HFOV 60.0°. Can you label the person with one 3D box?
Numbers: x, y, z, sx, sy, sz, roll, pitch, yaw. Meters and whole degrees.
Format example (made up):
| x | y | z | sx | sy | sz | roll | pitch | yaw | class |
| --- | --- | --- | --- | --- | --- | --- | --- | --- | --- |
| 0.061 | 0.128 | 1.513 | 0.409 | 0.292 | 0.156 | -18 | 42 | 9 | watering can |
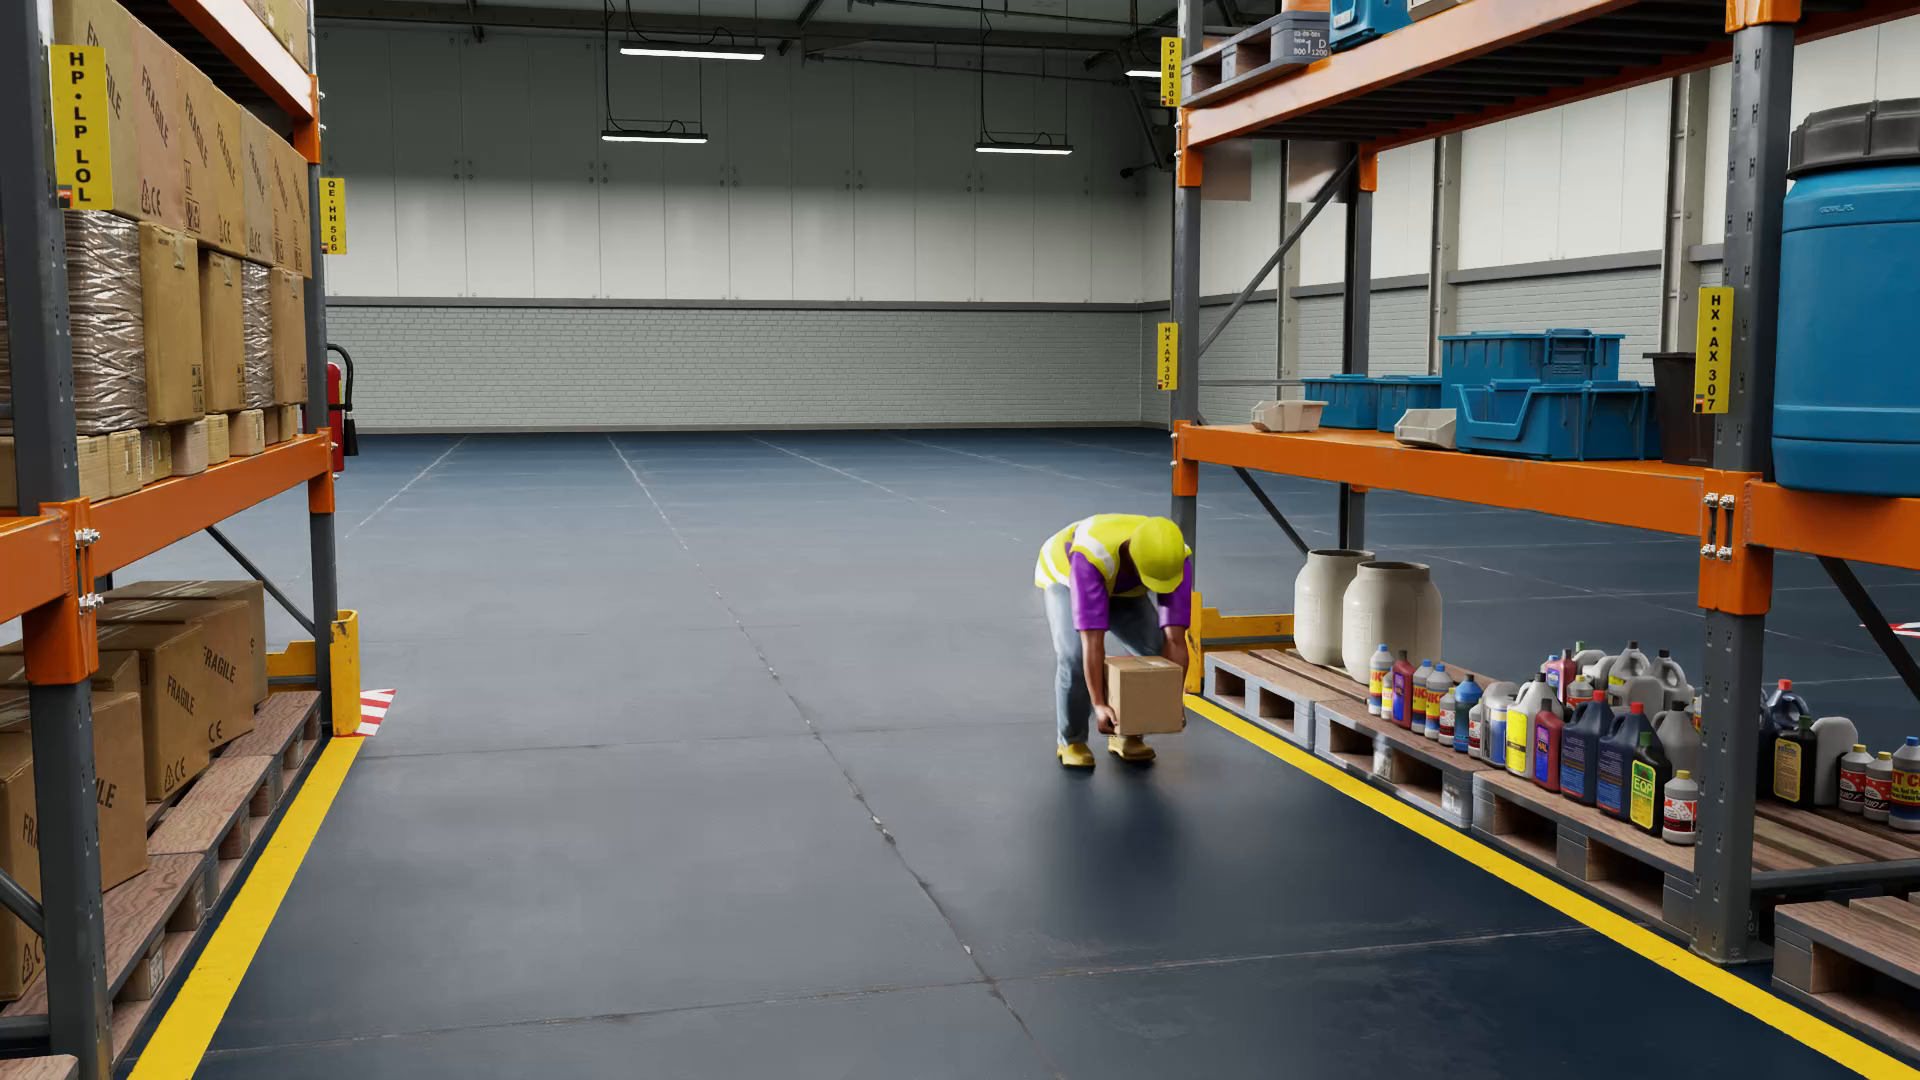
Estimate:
| x | y | z | sx | sy | sz | roll | pitch | yaw | class |
| --- | --- | --- | --- | --- | --- | --- | --- | --- | --- |
| 0.630 | 0.393 | 6.574 | 0.513 | 1.041 | 0.966 | -2 | 6 | -16 | person |
